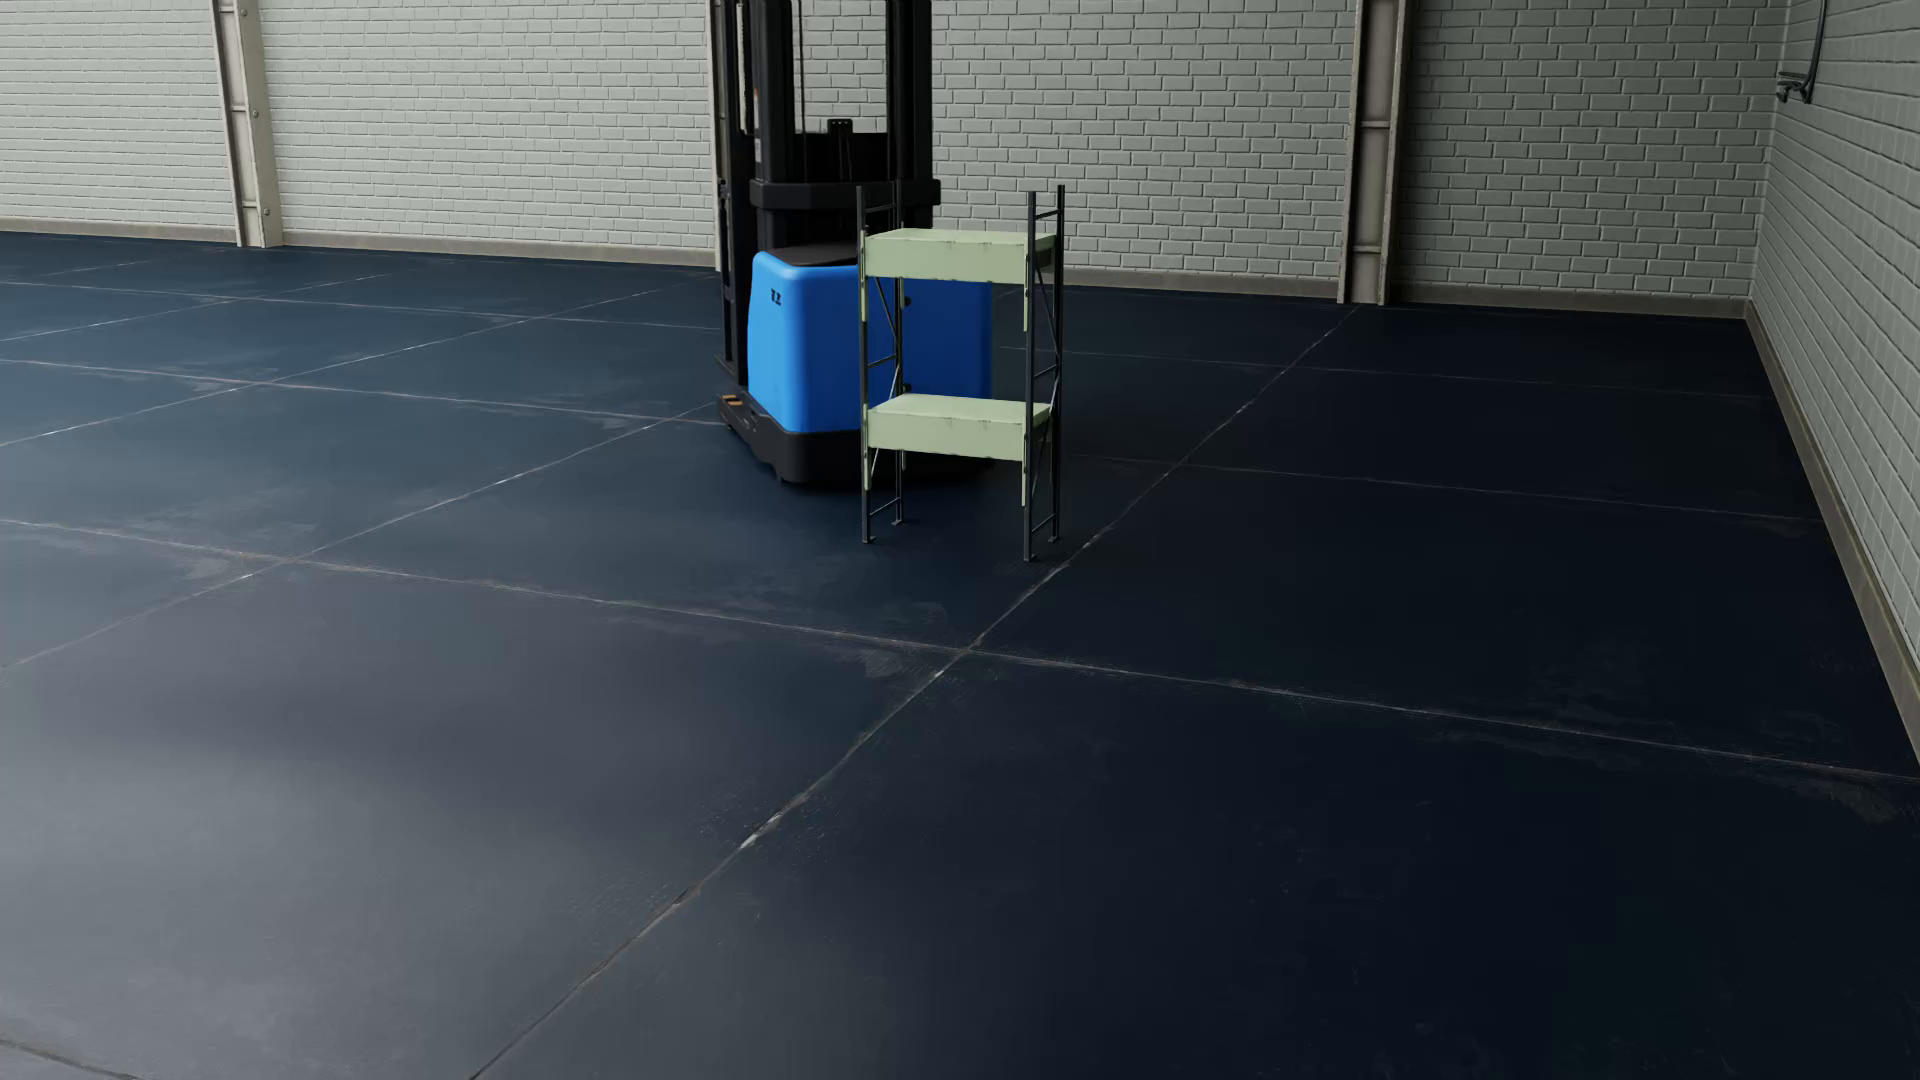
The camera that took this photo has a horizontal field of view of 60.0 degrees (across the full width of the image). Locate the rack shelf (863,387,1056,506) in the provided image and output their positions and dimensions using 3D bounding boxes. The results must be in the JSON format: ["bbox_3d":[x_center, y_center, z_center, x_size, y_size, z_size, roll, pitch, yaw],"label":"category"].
[{"bbox_3d":[0.006,-0.406,7.053,0.720,0.370,0.431,6,17,21],"label":"rack shelf"}]

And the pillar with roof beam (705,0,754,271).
[{"bbox_3d":[-3.724,-5.848,11.176,0.400,9.000,9.100,6,17,21],"label":"pillar with roof beam"}]

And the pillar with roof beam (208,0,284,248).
[{"bbox_3d":[-9.306,-6.461,13.290,0.400,9.000,9.100,6,17,21],"label":"pillar with roof beam"}]

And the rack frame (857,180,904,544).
[{"bbox_3d":[-0.334,-0.757,7.091,0.023,1.500,0.400,6,17,21],"label":"rack frame"}]

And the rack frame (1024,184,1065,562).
[{"bbox_3d":[0.347,-0.682,6.833,0.023,1.500,0.400,6,17,21],"label":"rack frame"}]

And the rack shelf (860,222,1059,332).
[{"bbox_3d":[0.006,-1.094,6.853,0.720,0.370,0.431,6,17,21],"label":"rack shelf"}]

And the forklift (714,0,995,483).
[{"bbox_3d":[-0.754,-2.044,8.959,1.130,2.935,3.031,-5,17,-17],"label":"forklift"}]

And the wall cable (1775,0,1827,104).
[{"bbox_3d":[5.692,-4.215,11.121,0.112,2.526,3.097,6,17,21],"label":"wall cable"}]

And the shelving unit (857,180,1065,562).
[{"bbox_3d":[0.006,-0.720,6.962,0.755,1.500,0.431,6,17,21],"label":"shelving unit"}]

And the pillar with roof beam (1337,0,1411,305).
[{"bbox_3d":[1.857,-5.234,9.062,0.400,9.000,9.100,6,17,21],"label":"pillar with roof beam"}]
